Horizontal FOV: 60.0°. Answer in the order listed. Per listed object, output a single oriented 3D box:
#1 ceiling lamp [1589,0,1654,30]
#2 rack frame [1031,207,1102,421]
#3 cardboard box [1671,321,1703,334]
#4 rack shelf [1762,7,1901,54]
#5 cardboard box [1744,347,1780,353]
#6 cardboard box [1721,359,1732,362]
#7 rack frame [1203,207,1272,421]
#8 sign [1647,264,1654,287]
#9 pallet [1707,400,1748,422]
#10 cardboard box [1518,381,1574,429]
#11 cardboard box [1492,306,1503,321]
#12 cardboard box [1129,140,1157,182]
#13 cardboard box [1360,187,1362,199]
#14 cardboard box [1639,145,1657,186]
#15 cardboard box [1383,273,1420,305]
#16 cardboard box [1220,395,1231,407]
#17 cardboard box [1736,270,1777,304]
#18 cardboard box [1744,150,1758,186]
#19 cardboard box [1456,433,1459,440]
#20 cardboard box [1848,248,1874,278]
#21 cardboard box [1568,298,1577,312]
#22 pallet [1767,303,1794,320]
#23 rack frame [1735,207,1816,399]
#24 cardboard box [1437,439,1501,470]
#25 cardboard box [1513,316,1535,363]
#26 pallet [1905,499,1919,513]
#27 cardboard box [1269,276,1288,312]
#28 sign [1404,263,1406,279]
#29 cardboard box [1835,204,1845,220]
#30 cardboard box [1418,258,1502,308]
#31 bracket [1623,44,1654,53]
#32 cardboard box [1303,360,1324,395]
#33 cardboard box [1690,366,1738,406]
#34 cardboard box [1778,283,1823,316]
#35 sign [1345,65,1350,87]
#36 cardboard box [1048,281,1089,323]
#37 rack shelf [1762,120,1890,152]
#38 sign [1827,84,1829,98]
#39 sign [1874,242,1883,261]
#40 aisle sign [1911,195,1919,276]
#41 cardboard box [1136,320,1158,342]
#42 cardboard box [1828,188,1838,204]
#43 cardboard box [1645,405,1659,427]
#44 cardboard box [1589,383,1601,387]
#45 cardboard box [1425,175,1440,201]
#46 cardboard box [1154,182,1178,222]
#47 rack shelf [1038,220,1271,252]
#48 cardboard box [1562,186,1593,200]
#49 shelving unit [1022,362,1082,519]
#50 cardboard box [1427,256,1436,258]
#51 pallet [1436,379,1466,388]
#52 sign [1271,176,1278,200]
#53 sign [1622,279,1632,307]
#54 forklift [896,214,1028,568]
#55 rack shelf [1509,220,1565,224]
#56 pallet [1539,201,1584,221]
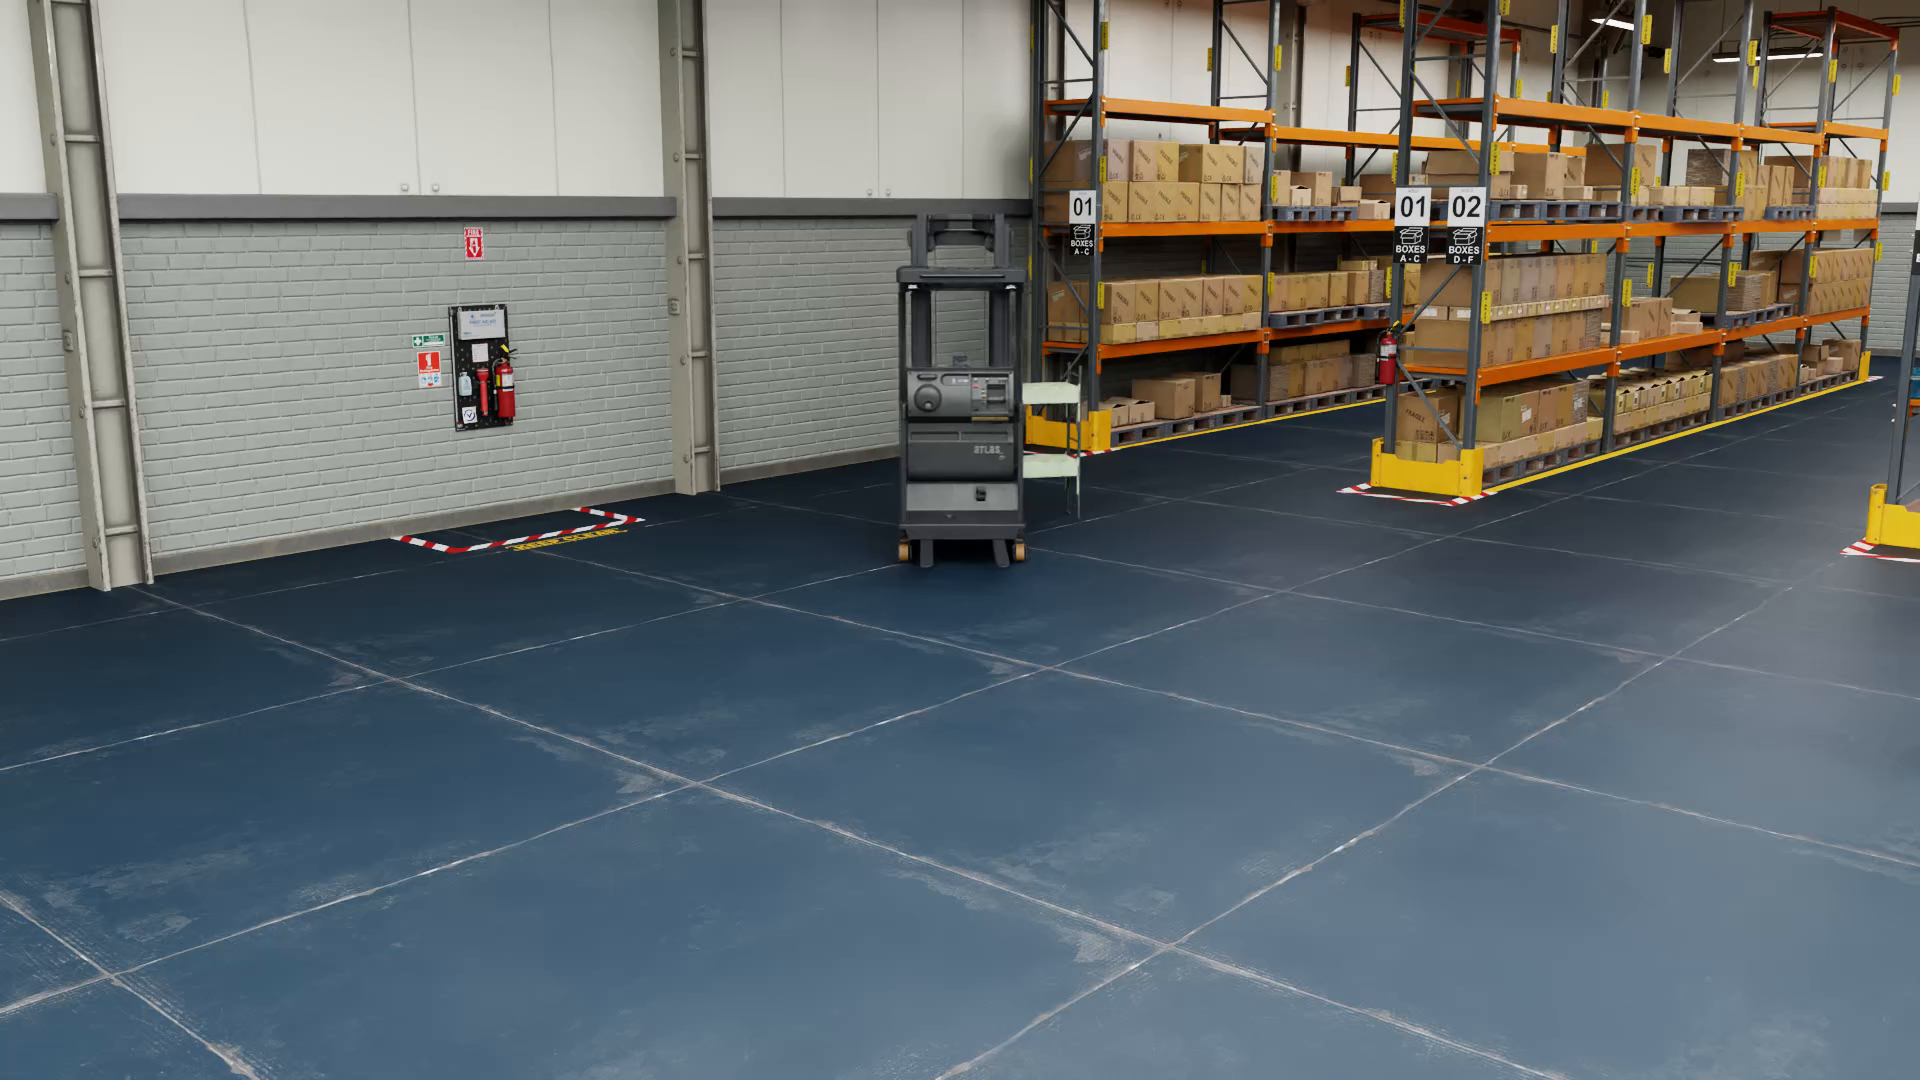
[{"bbox_3d":[10.802,-9.747,26.173,0.800,3.185,2.000,10,15,40],"label":"ceiling lamp"},{"bbox_3d":[1.324,-2.663,20.924,1.000,3.000,0.127,10,15,40],"label":"rack frame"},{"bbox_3d":[9.943,-2.909,22.797,0.380,0.149,0.250,10,15,40],"label":"cardboard box"},{"bbox_3d":[14.289,-8.302,27.191,1.077,0.370,4.000,10,15,40],"label":"rack shelf"},{"bbox_3d":[13.132,-2.899,27.365,0.500,0.500,0.500,10,15,40],"label":"cardboard box"},{"bbox_3d":[11.453,-2.512,25.428,0.500,0.500,0.500,9,14,38],"label":"cardboard box"},{"bbox_3d":[3.965,-3.251,23.871,1.000,3.000,0.127,10,15,40],"label":"rack frame"},{"bbox_3d":[9.915,-3.798,23.852,0.100,0.325,0.005,10,15,40],"label":"sign"},{"bbox_3d":[10.850,-1.938,24.412,1.003,0.211,1.213,10,15,40],"label":"pallet"},{"bbox_3d":[6.880,-1.594,19.607,0.500,0.500,0.500,10,15,40],"label":"cardboard box"},{"bbox_3d":[5.641,-2.459,17.993,0.380,0.149,0.250,9,15,39],"label":"cardboard box"},{"bbox_3d":[2.130,-4.776,20.984,0.500,0.500,0.500,10,15,40],"label":"cardboard box"},{"bbox_3d":[5.957,-5.294,26.130,0.500,0.500,0.500,10,15,40],"label":"cardboard box"},{"bbox_3d":[8.484,-4.755,21.137,0.500,0.500,0.500,-10,15,-42],"label":"cardboard box"},{"bbox_3d":[7.118,-4.083,26.969,0.500,0.500,0.500,10,15,42],"label":"cardboard box"},{"bbox_3d":[3.634,-1.995,23.692,0.380,0.166,0.250,7,14,33],"label":"cardboard box"},{"bbox_3d":[12.488,-4.003,26.305,0.700,0.500,0.500,4,12,21],"label":"cardboard box"},{"bbox_3d":[11.295,-5.424,24.281,0.500,0.500,0.500,10,15,40],"label":"cardboard box"},{"bbox_3d":[5.501,-1.073,18.911,0.500,0.250,0.500,10,15,40],"label":"cardboard box"},{"bbox_3d":[15.522,-4.815,28.893,0.500,0.500,0.500,10,15,40],"label":"cardboard box"},{"bbox_3d":[6.997,-2.762,19.506,0.380,0.149,0.250,10,15,40],"label":"cardboard box"},{"bbox_3d":[12.360,-3.591,26.061,1.003,0.211,1.213,10,15,40],"label":"pallet"},{"bbox_3d":[12.969,-3.789,26.560,1.000,3.000,0.127,10,15,40],"label":"rack frame"},{"bbox_3d":[5.569,-0.931,18.200,0.500,0.250,0.500,10,15,40],"label":"cardboard box"},{"bbox_3d":[6.041,-2.289,18.798,0.700,0.500,0.500,10,15,41],"label":"cardboard box"},{"bbox_3d":[9.321,-0.151,15.466,1.003,0.211,1.213,10,15,40],"label":"pallet"},{"bbox_3d":[4.326,-3.587,24.171,0.700,0.500,0.500,10,15,41],"label":"cardboard box"},{"bbox_3d":[7.019,-4.300,26.367,0.100,0.325,0.005,10,15,40],"label":"sign"},{"bbox_3d":[14.140,-5.372,27.212,0.500,0.250,0.500,10,15,40],"label":"cardboard box"},{"bbox_3d":[5.400,-2.783,17.958,0.700,0.500,0.500,10,15,41],"label":"cardboard box"},{"bbox_3d":[14.734,-10.510,35.706,0.076,0.066,3.189,10,15,40],"label":"bracket"},{"bbox_3d":[5.109,-2.504,25.388,0.700,0.500,0.500,10,15,41],"label":"cardboard box"},{"bbox_3d":[10.844,-2.220,23.965,0.500,0.500,0.500,11,15,43],"label":"cardboard box"},{"bbox_3d":[13.510,-3.877,26.749,0.500,0.500,0.500,10,15,42],"label":"cardboard box"},{"bbox_3d":[6.186,-7.389,26.479,0.100,0.325,0.005,10,15,40],"label":"sign"},{"bbox_3d":[1.476,-3.064,21.348,0.500,0.500,0.500,10,15,40],"label":"cardboard box"},{"bbox_3d":[14.289,-6.670,27.516,1.077,0.370,4.000,10,15,40],"label":"rack shelf"},{"bbox_3d":[15.202,-7.886,29.171,0.100,0.325,0.005,10,15,40],"label":"sign"},{"bbox_3d":[16.013,-5.025,28.988,0.100,0.325,0.005,10,15,40],"label":"sign"},{"bbox_3d":[8.496,-2.685,14.396,0.394,0.787,0.004,10,15,40],"label":"aisle sign"},{"bbox_3d":[2.217,-2.708,21.483,0.500,0.250,0.500,9,15,39],"label":"cardboard box"},{"bbox_3d":[13.805,-5.544,26.799,0.500,0.250,0.500,10,15,40],"label":"cardboard box"},{"bbox_3d":[8.819,-1.648,21.791,0.500,0.250,0.500,9,15,39],"label":"cardboard box"},{"bbox_3d":[8.079,-1.918,21.711,0.500,0.311,0.500,10,15,42],"label":"cardboard box"},{"bbox_3d":[7.567,-5.819,27.688,0.700,0.500,0.500,11,16,43],"label":"cardboard box"},{"bbox_3d":[2.454,-4.361,21.461,0.500,0.500,0.500,11,16,43],"label":"cardboard box"},{"bbox_3d":[2.644,-4.075,22.174,1.077,0.370,4.000,10,15,40],"label":"rack shelf"},{"bbox_3d":[7.097,-4.021,19.277,0.380,0.149,0.250,10,15,40],"label":"cardboard box"},{"bbox_3d":[0.760,-0.966,16.257,0.755,1.500,0.431,-3,12,-13],"label":"shelving unit"},{"bbox_3d":[7.453,-4.525,27.267,0.500,0.250,0.500,9,15,40],"label":"cardboard box"},{"bbox_3d":[7.988,-2.757,28.517,1.003,0.211,1.213,10,15,40],"label":"pallet"},{"bbox_3d":[4.377,-4.907,23.181,0.100,0.325,0.005,10,15,40],"label":"sign"},{"bbox_3d":[8.106,-3.003,20.216,0.100,0.325,0.005,10,15,40],"label":"sign"},{"bbox_3d":[0.012,-1.306,14.306,1.130,2.935,3.031,0,11,-1],"label":"forklift"},{"bbox_3d":[10.566,-5.841,31.014,1.077,0.370,4.000,10,15,40],"label":"rack shelf"},{"bbox_3d":[6.339,-3.732,18.842,1.003,0.211,1.213,10,15,40],"label":"pallet"}]
